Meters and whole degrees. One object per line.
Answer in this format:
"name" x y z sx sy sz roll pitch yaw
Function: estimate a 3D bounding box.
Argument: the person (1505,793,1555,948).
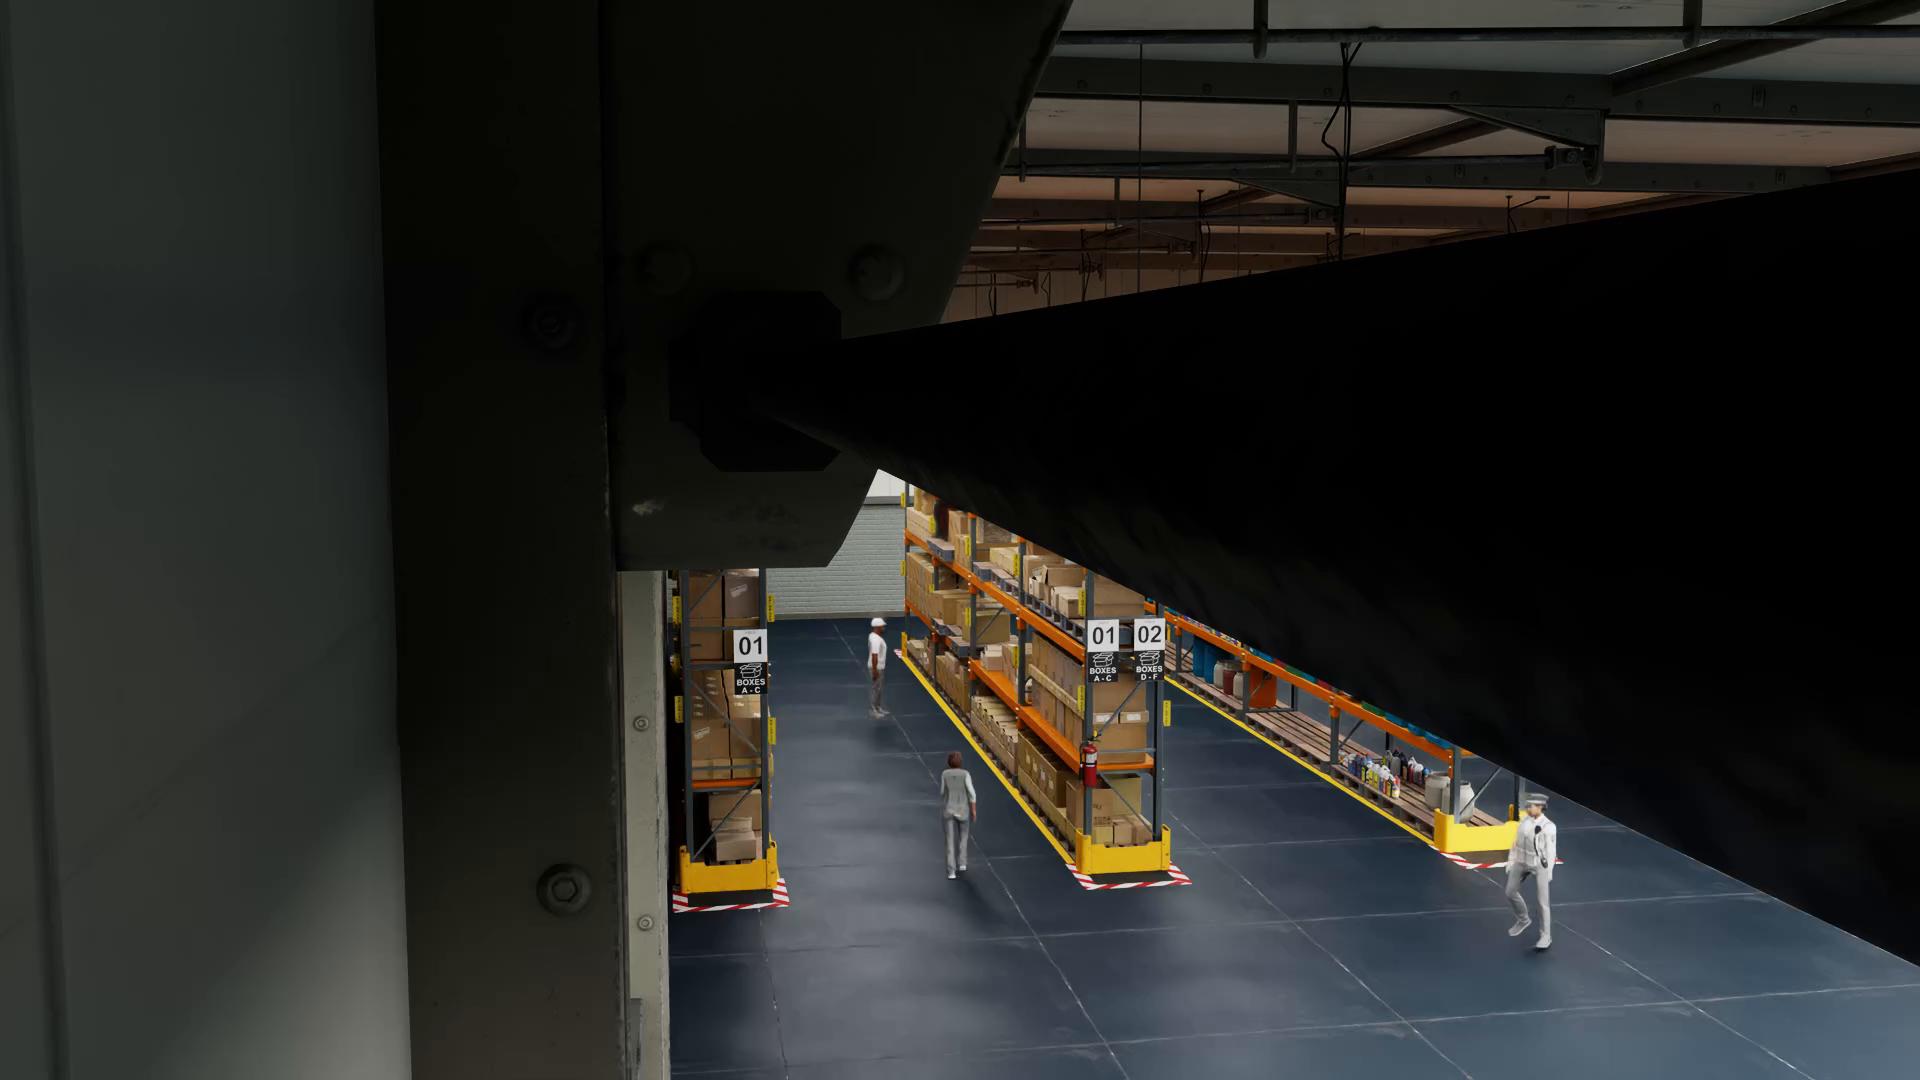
"person" 6.282 3.597 18.286 0.383 1.686 0.541 -4 7 -36

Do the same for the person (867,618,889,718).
"person" -1.456 2.264 29.466 0.378 1.771 0.652 0 6 0

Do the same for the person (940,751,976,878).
"person" -0.019 3.435 20.736 0.483 1.636 0.726 1 6 9
